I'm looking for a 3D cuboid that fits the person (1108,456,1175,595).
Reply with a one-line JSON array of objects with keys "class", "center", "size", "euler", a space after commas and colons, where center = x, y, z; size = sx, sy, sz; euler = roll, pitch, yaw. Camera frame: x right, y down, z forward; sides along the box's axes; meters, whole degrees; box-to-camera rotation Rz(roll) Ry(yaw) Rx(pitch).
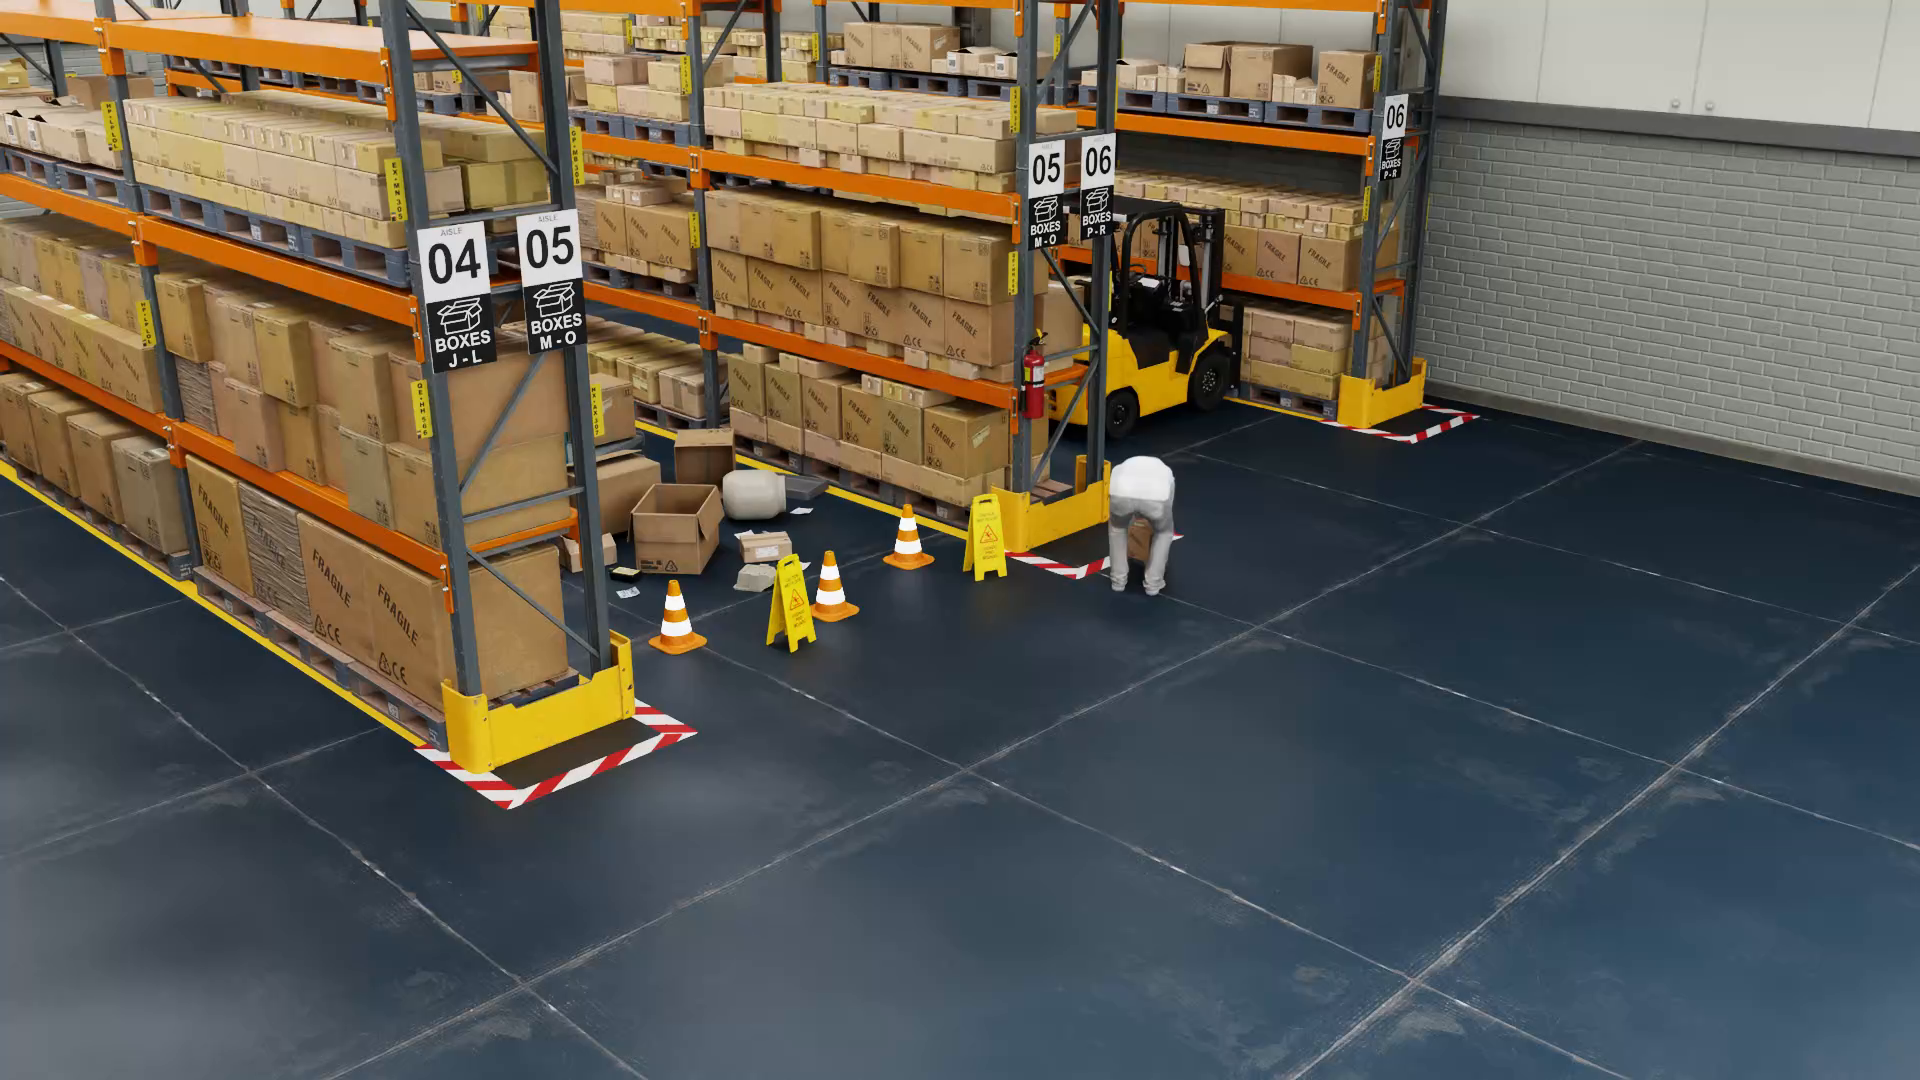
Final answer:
[{"class": "person", "center": [1.392, -0.194, 12.624], "size": [0.499, 1.029, 1.002], "euler": [5, 21, 13]}]
